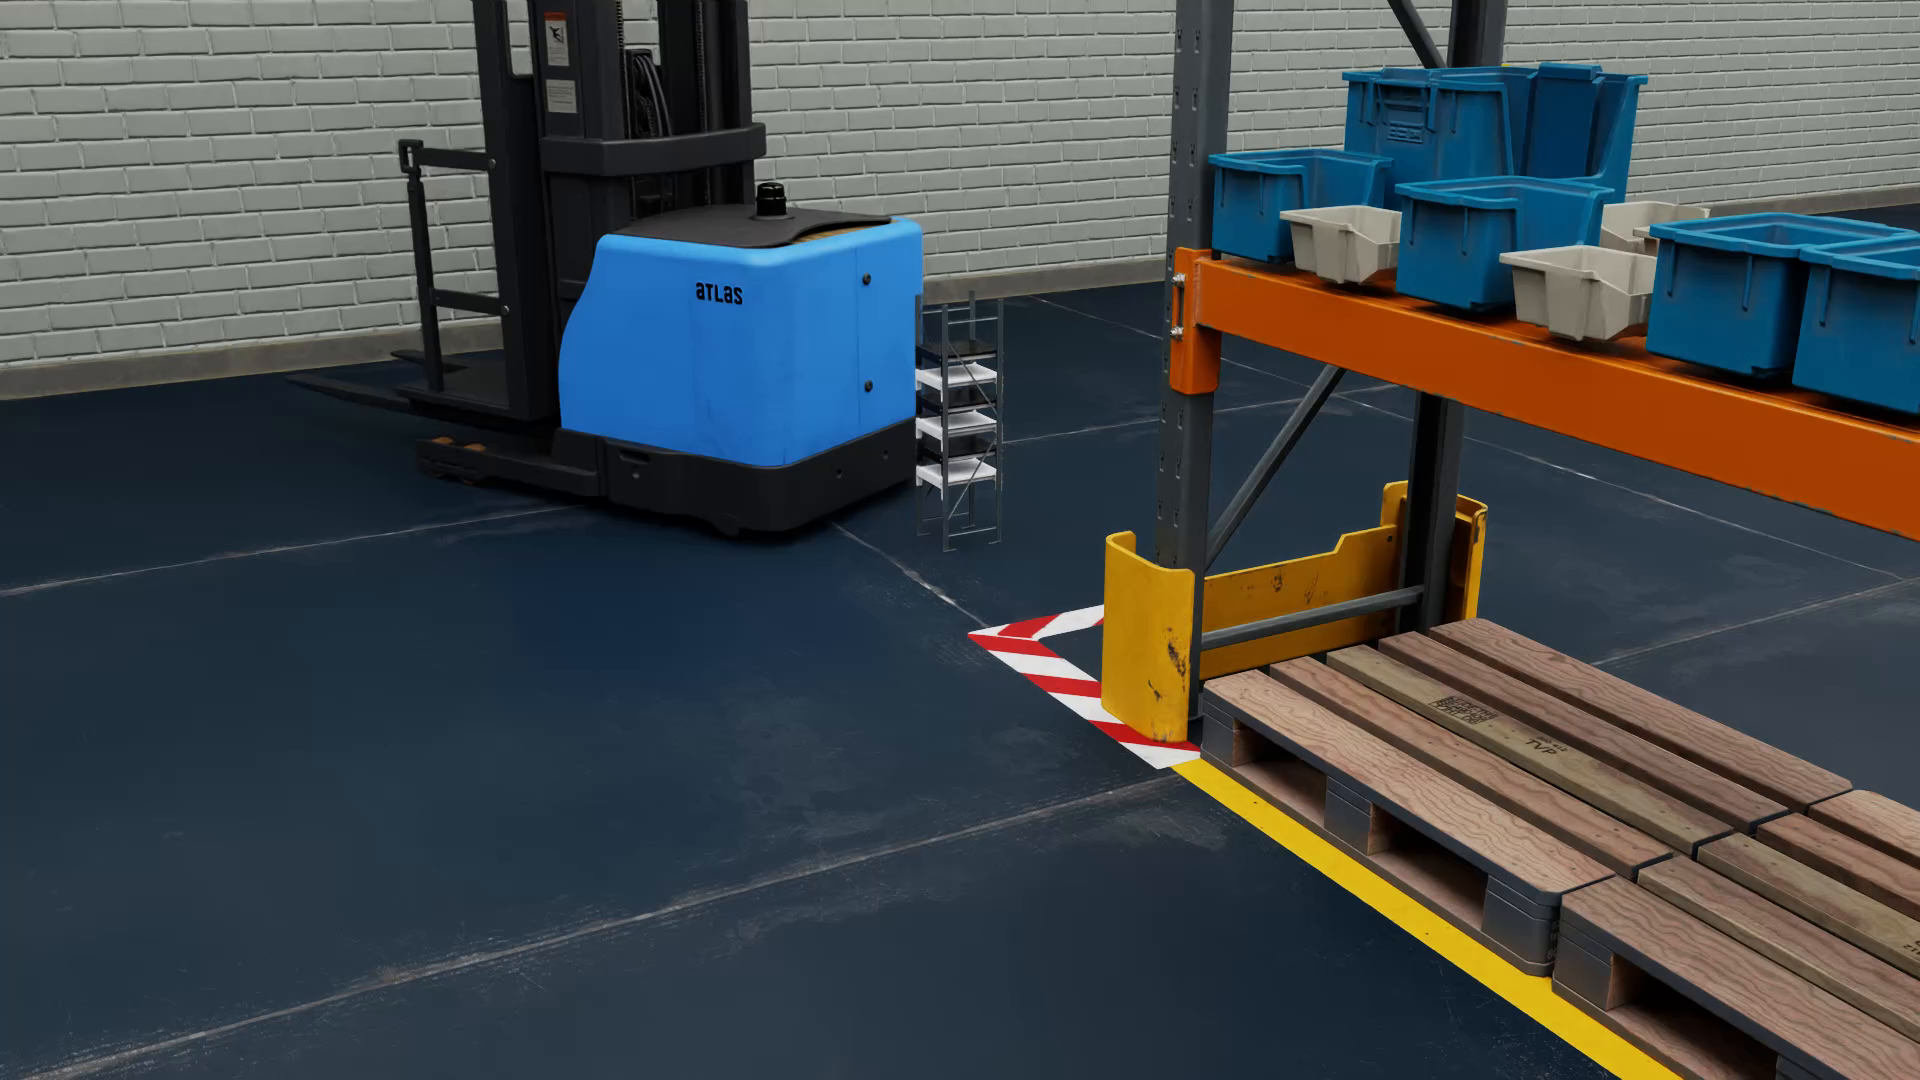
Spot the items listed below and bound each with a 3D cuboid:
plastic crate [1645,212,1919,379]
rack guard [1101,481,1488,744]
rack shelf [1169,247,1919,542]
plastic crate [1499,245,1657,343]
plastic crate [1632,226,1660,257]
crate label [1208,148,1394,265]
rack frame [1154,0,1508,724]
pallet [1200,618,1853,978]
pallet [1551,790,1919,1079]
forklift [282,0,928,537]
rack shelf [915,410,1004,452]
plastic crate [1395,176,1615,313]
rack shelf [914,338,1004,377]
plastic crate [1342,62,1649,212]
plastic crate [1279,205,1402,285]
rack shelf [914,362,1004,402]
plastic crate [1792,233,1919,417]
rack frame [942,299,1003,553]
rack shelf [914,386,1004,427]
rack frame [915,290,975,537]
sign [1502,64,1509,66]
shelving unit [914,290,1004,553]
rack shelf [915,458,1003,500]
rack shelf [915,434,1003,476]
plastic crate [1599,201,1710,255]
[{"bbox_3d":[1.452,-0.440,2.973,0.416,0.233,0.300,-10,21,-27],"label":"plastic crate"},{"bbox_3d":[0.976,0.186,4.826,1.175,0.500,0.348,-10,21,-27],"label":"rack guard"},{"bbox_3d":[1.949,-0.077,2.857,1.077,0.370,4.000,-10,21,-27],"label":"rack shelf"},{"bbox_3d":[1.228,-0.473,3.216,0.250,0.136,0.298,-10,21,-27],"label":"plastic crate"},{"bbox_3d":[1.671,-0.603,3.592,0.396,0.136,0.243,-10,21,-27],"label":"plastic crate"},{"bbox_3d":[0.827,-0.818,4.068,0.416,0.233,0.303,-10,21,-27],"label":"crate label"},{"bbox_3d":[0.999,-0.991,4.404,1.000,3.000,0.127,-10,21,-27],"label":"rack frame"},{"bbox_3d":[1.357,0.570,4.155,1.003,0.211,1.213,-10,21,-27],"label":"pallet"},{"bbox_3d":[1.932,0.920,3.142,1.003,0.211,1.213,-10,21,-27],"label":"pallet"},{"bbox_3d":[-1.647,-1.743,6.691,3.031,2.935,1.130,12,22,31],"label":"forklift"},{"bbox_3d":[-0.004,-0.396,6.002,0.258,0.077,0.200,-10,21,-27],"label":"rack shelf"},{"bbox_3d":[1.139,-0.629,3.521,0.416,0.233,0.300,-10,21,-27],"label":"plastic crate"},{"bbox_3d":[-0.004,-0.651,5.914,0.258,0.077,0.200,-10,21,-27],"label":"rack shelf"},{"bbox_3d":[1.323,-0.969,4.194,0.616,0.435,0.499,-10,21,-27],"label":"plastic crate"},{"bbox_3d":[0.906,-0.668,3.780,0.250,0.136,0.298,-10,21,-27],"label":"plastic crate"},{"bbox_3d":[-0.004,-0.566,5.944,0.258,0.077,0.200,-10,21,-27],"label":"rack shelf"},{"bbox_3d":[1.594,-0.354,2.723,0.416,0.233,0.300,-10,21,-27],"label":"plastic crate"},{"bbox_3d":[0.044,-0.399,5.907,0.240,0.900,0.006,-10,21,-27],"label":"rack frame"},{"bbox_3d":[-0.004,-0.481,5.973,0.258,0.077,0.200,-10,21,-27],"label":"rack shelf"},{"bbox_3d":[-0.052,-0.457,6.076,0.240,0.900,0.006,-10,21,-27],"label":"rack frame"},{"bbox_3d":[1.476,-1.158,4.638,0.100,0.325,0.005,-10,21,-27],"label":"sign"},{"bbox_3d":[-0.004,-0.428,5.991,0.258,0.900,0.210,-10,21,-27],"label":"shelving unit"},{"bbox_3d":[-0.004,-0.226,6.061,0.258,0.077,0.200,-10,21,-27],"label":"rack shelf"},{"bbox_3d":[-0.004,-0.311,6.032,0.258,0.077,0.200,-10,21,-27],"label":"rack shelf"},{"bbox_3d":[1.546,-0.688,3.840,0.396,0.136,0.243,-10,21,-27],"label":"plastic crate"}]
